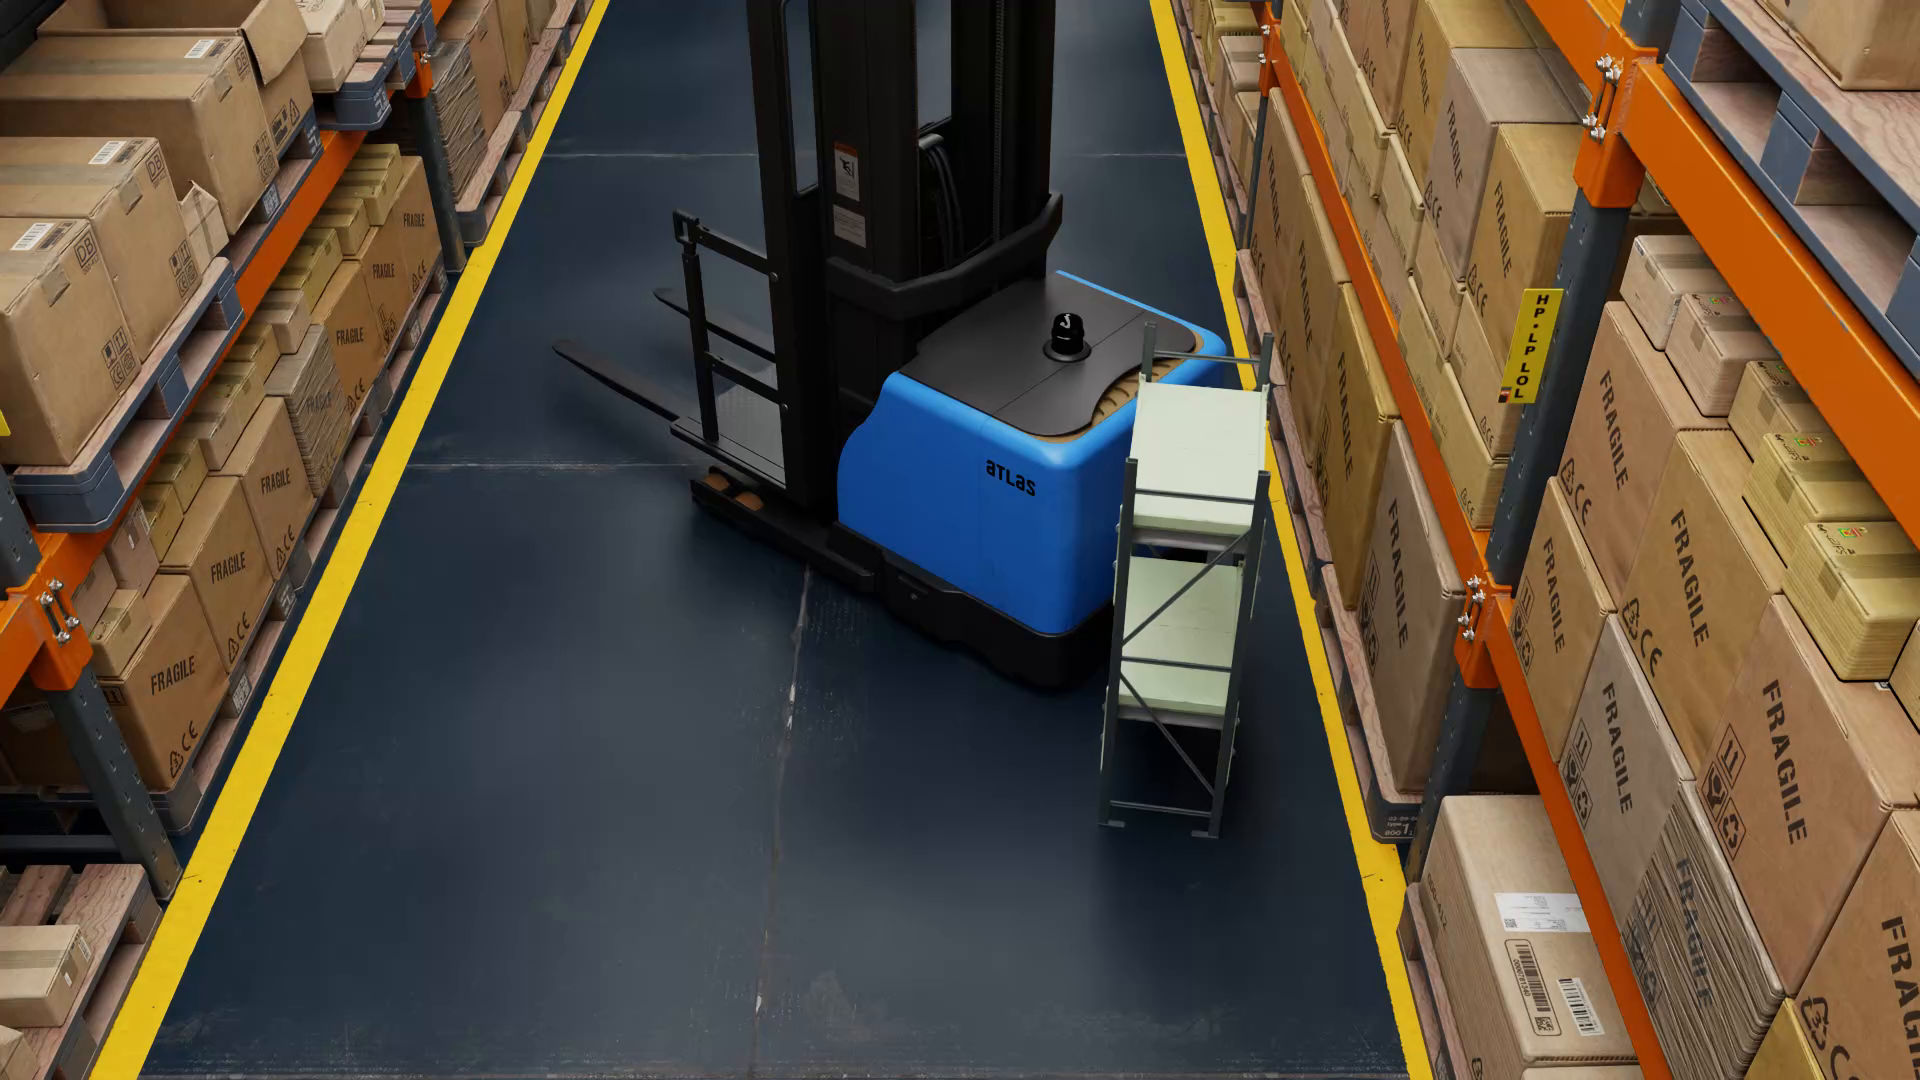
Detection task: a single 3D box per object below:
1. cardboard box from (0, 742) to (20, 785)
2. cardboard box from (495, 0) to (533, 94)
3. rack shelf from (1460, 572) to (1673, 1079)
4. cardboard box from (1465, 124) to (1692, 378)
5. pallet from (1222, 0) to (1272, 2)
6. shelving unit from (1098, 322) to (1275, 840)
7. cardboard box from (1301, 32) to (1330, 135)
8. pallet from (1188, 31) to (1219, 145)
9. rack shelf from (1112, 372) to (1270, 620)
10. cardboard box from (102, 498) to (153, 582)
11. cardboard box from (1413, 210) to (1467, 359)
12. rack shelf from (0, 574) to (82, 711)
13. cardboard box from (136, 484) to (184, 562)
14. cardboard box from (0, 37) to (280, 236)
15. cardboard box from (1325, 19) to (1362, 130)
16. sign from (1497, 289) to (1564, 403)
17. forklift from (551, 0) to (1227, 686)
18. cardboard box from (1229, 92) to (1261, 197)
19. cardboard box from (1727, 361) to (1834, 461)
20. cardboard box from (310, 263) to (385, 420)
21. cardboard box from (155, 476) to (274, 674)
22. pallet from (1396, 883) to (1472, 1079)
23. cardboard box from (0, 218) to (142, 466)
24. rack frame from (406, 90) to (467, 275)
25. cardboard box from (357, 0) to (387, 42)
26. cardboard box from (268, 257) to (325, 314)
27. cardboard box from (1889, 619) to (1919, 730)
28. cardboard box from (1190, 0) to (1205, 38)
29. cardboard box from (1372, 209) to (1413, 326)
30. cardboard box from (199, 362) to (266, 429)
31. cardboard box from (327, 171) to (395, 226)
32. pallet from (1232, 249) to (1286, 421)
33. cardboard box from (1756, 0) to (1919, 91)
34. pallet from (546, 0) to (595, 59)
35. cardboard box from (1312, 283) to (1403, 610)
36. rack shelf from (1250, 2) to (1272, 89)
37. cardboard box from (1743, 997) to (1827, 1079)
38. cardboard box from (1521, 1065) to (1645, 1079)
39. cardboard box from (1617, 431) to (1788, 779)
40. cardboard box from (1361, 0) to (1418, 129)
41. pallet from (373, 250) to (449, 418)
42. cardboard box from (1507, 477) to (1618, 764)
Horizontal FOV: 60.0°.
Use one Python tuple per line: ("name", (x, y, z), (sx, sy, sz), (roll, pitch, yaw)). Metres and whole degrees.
("cardboard box", (-3.317, 0.453, 5.449), (0.500, 0.500, 0.500), (0, 39, 0))
("cardboard box", (-3.022, -3.010, 9.671), (0.875, 0.625, 0.625), (-2, 39, -2))
("rack shelf", (1.945, 1.474, 3.088), (1.077, 0.370, 4.000), (0, 39, 0))
("cardboard box", (1.692, -0.766, 4.428), (0.500, 0.500, 0.500), (1, 39, 1))
("pallet", (1.831, -2.930, 8.161), (1.213, 0.211, 1.003), (0, 39, 0))
("shelving unit", (0.718, 0.156, 5.356), (0.431, 1.500, 0.755), (6, 39, 7))
("cardboard box", (1.706, -1.873, 6.809), (0.500, 0.250, 0.500), (-1, 39, -1))
("pallet", (1.941, -2.721, 9.976), (1.003, 0.211, 1.213), (0, 39, 0))
("rack shelf", (0.718, -0.149, 5.112), (0.431, 0.370, 0.720), (6, 39, 7))
("cardboard box", (-2.803, 0.004, 5.253), (0.380, 0.149, 0.250), (-2, 39, -2))
("cardboard box", (1.692, -0.782, 5.048), (0.500, 0.250, 0.500), (1, 39, 1))
("rack shelf", (-3.018, 1.480, 3.080), (1.077, 0.370, 4.000), (0, 39, 0))
("cardboard box", (-2.844, -0.052, 5.560), (0.380, 0.149, 0.250), (-2, 39, -2))
("cardboard box", (-2.799, -1.372, 5.648), (0.700, 0.500, 0.500), (0, 39, 0))
("cardboard box", (1.680, -1.744, 6.248), (0.500, 0.250, 0.500), (0, 39, 0))
("sign", (1.401, -0.472, 4.078), (0.100, 0.325, 0.005), (0, 39, 0))
("forklift", (-0.476, -1.397, 6.150), (3.031, 2.935, 1.130), (28, 46, 30))
("cardboard box", (1.948, -2.051, 8.676), (0.950, 0.372, 0.625), (-2, 39, -3))
("cardboard box", (1.743, -0.222, 3.231), (0.380, 0.149, 0.250), (0, 39, -1))
("cardboard box", (-2.816, -0.837, 7.059), (0.500, 0.500, 0.500), (2, 39, 2))
("cardboard box", (-2.807, 0.124, 5.860), (0.500, 0.500, 0.500), (-1, 39, -1))
("pallet", (1.866, 1.506, 4.702), (1.003, 0.211, 1.213), (0, 39, 0))
("cardboard box", (-2.797, -0.557, 4.631), (0.700, 0.500, 0.500), (1, 39, 1))
("rack frame", (-3.025, -2.553, 7.537), (1.000, 3.000, 0.127), (0, 39, 0))
("cardboard box", (-2.641, -2.209, 6.972), (0.380, 0.149, 0.250), (1, 39, 1))
("cardboard box", (-2.828, -1.030, 6.781), (0.380, 0.149, 0.250), (-1, 39, -1))
("cardboard box", (1.736, 0.256, 2.633), (0.380, 0.149, 0.250), (0, 39, 0))
("cardboard box", (1.941, -3.421, 10.386), (0.950, 0.372, 0.625), (2, 39, 3))
("cardboard box", (1.710, -0.914, 5.611), (0.500, 0.250, 0.500), (-1, 39, -1))
("cardboard box", (-2.819, -0.534, 6.163), (0.380, 0.149, 0.250), (1, 39, 2))
("cardboard box", (-2.740, -1.516, 7.387), (0.380, 0.149, 0.250), (-2, 39, -2))
("pallet", (1.864, -0.978, 7.802), (1.003, 0.211, 1.213), (0, 39, 0))
("cardboard box", (1.734, -1.102, 2.832), (0.500, 0.500, 0.500), (1, 39, 1))
("pallet", (-2.990, -3.506, 10.956), (1.003, 0.211, 1.213), (0, 39, 0))
("cardboard box", (1.854, -0.345, 6.145), (0.875, 0.875, 0.875), (1, 39, 1))
("rack shelf", (1.936, -3.529, 9.330), (1.077, 0.370, 4.000), (0, 39, 0))
("cardboard box", (1.673, 1.145, 2.843), (0.500, 0.500, 0.500), (1, 39, 1))
("cardboard box", (1.838, 1.731, 3.905), (0.875, 0.438, 0.875), (-1, 39, -1))
("cardboard box", (1.696, 0.127, 3.314), (0.500, 0.500, 0.500), (-1, 39, -1))
("cardboard box", (1.687, -1.730, 5.631), (0.500, 0.500, 0.500), (1, 39, 1))
("pallet", (-3.062, -0.998, 7.827), (1.003, 0.211, 1.213), (0, 39, 0))
("cardboard box", (1.682, 0.197, 4.026), (0.500, 0.500, 0.500), (1, 39, 1))
